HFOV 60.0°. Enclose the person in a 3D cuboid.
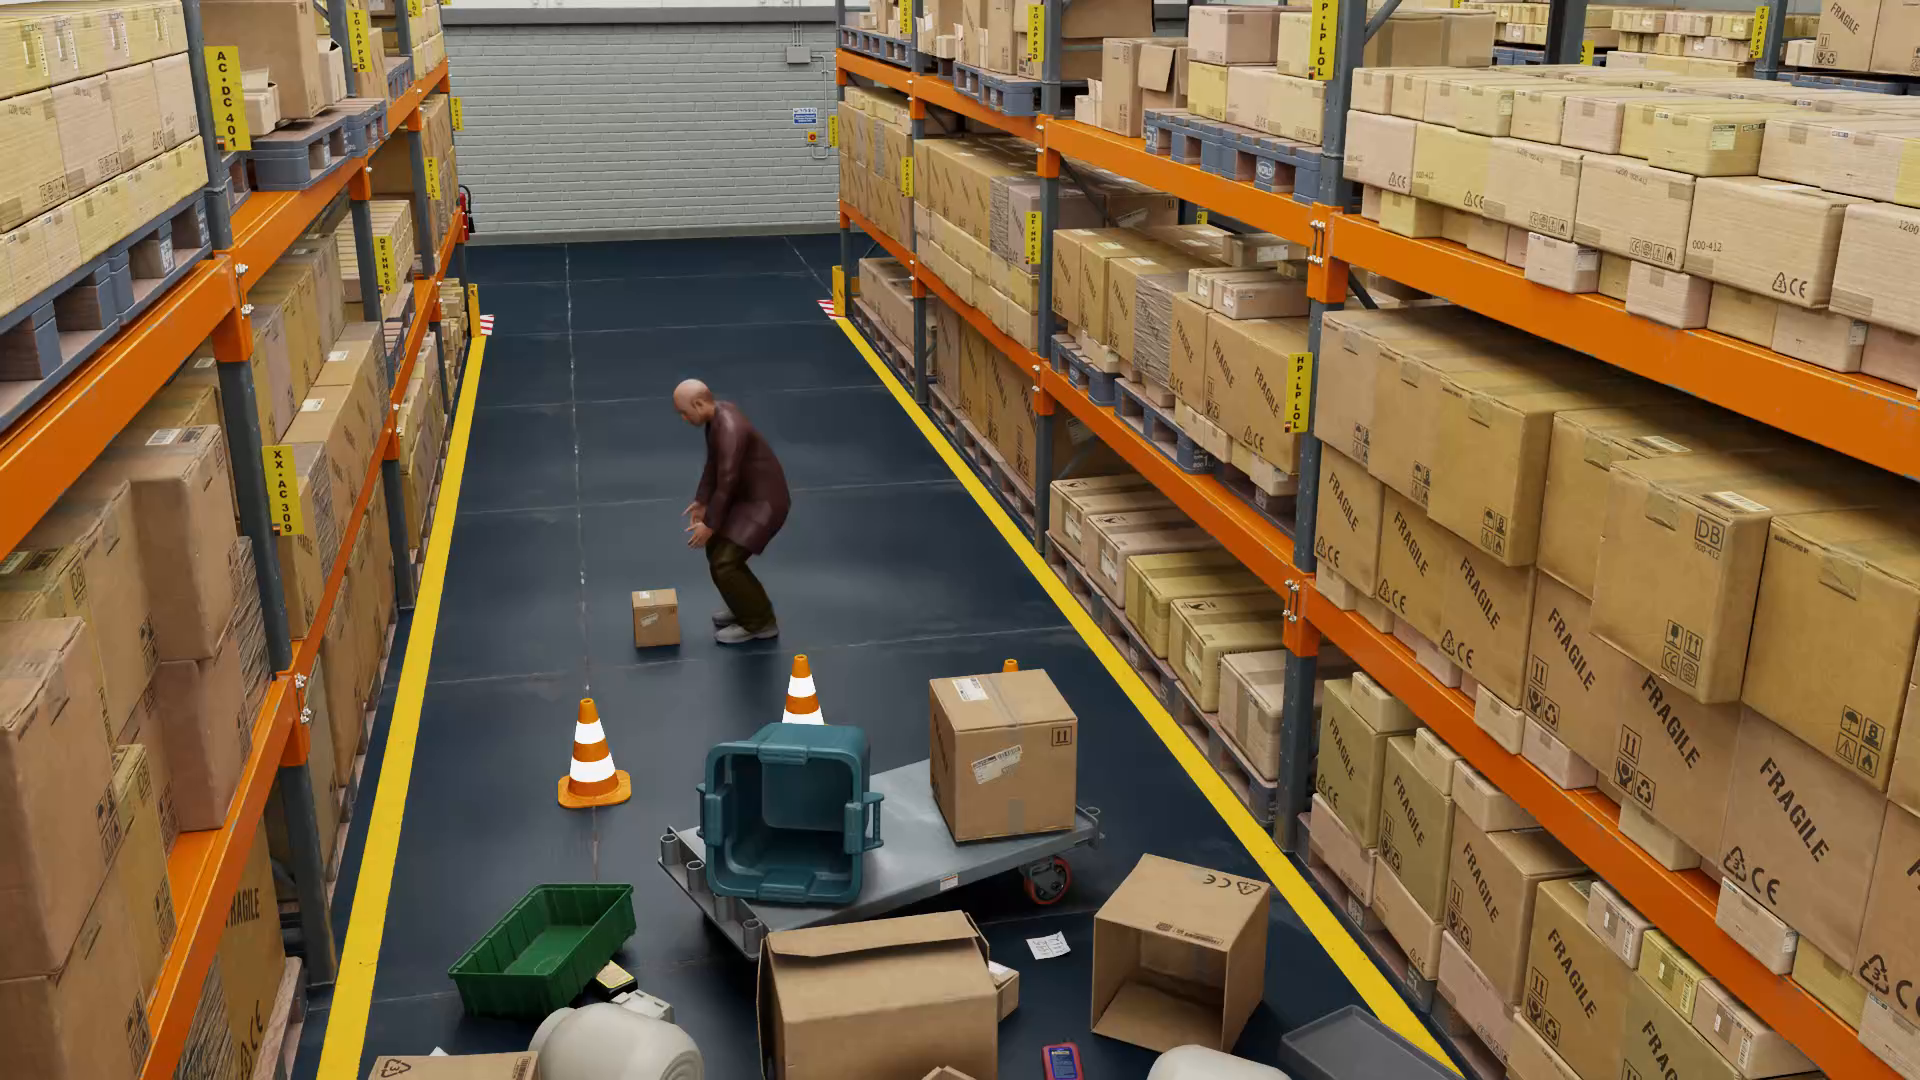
[{"bbox_3d":[-1.277,-0.177,9.478,0.636,1.531,0.627,-4,20,-12],"label":"person"}]
